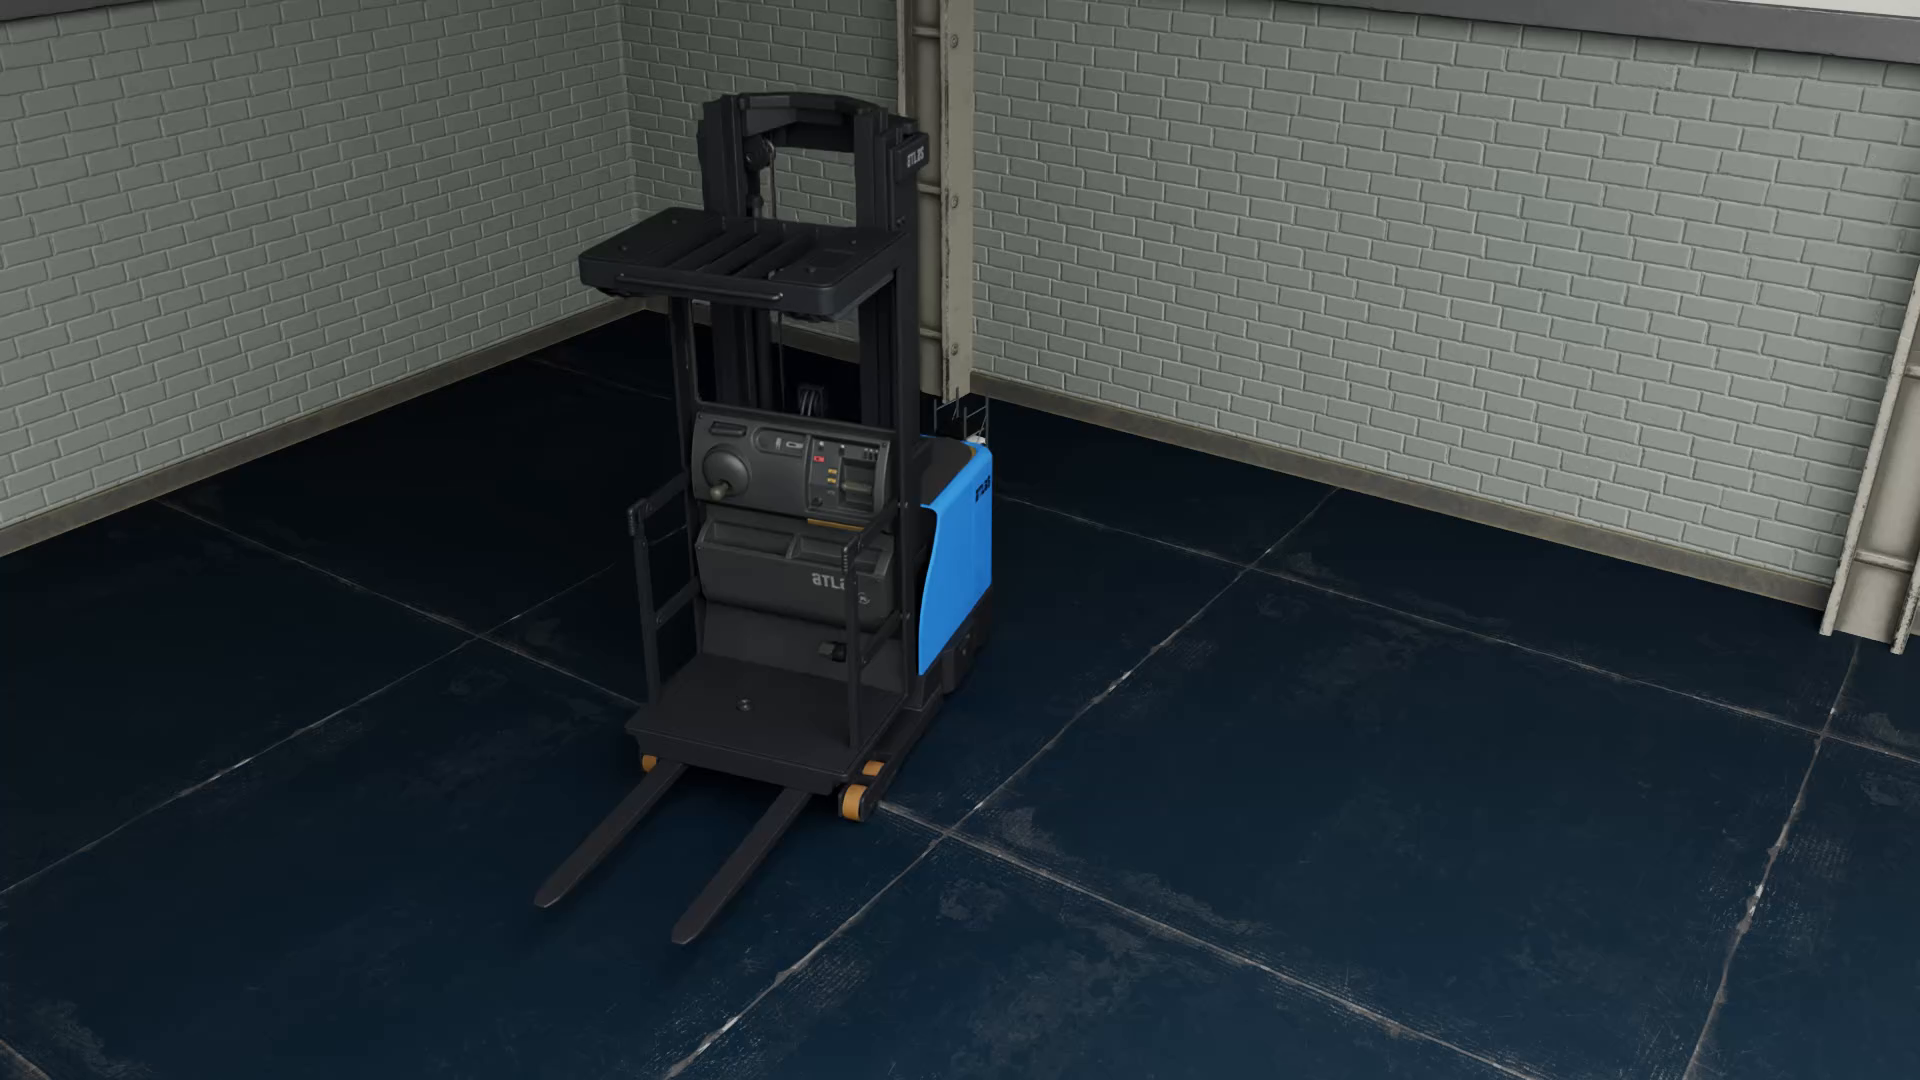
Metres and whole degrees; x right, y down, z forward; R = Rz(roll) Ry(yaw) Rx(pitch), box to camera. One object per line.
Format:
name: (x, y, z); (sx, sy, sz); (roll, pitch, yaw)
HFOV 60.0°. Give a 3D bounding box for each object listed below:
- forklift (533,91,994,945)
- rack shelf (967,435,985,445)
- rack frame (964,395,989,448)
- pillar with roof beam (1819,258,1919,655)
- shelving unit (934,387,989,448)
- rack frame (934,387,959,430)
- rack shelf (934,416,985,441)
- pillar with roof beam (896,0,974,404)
forklift: (-0.817, -0.280, 7.069); (1.130, 2.935, 3.031); (10, 29, 18)
rack shelf: (0.007, -0.530, 9.475); (0.200, 0.077, 0.258); (17, 32, 30)
rack frame: (0.090, -0.373, 9.490); (0.006, 0.900, 0.240); (17, 32, 30)
pillar with roof beam: (2.348, -1.916, 3.593); (0.400, 9.000, 9.100); (17, 32, 30)
shelving unit: (0.007, -0.399, 9.542); (0.210, 0.900, 0.258); (17, 32, 30)
rack frame: (-0.077, -0.425, 9.593); (0.006, 0.900, 0.240); (17, 32, 30)
rack shelf: (0.007, -0.610, 9.434); (0.200, 0.077, 0.258); (17, 32, 30)
pillar with roof beam: (-2.598, -3.457, 6.621); (0.400, 9.000, 9.100); (17, 32, 30)
